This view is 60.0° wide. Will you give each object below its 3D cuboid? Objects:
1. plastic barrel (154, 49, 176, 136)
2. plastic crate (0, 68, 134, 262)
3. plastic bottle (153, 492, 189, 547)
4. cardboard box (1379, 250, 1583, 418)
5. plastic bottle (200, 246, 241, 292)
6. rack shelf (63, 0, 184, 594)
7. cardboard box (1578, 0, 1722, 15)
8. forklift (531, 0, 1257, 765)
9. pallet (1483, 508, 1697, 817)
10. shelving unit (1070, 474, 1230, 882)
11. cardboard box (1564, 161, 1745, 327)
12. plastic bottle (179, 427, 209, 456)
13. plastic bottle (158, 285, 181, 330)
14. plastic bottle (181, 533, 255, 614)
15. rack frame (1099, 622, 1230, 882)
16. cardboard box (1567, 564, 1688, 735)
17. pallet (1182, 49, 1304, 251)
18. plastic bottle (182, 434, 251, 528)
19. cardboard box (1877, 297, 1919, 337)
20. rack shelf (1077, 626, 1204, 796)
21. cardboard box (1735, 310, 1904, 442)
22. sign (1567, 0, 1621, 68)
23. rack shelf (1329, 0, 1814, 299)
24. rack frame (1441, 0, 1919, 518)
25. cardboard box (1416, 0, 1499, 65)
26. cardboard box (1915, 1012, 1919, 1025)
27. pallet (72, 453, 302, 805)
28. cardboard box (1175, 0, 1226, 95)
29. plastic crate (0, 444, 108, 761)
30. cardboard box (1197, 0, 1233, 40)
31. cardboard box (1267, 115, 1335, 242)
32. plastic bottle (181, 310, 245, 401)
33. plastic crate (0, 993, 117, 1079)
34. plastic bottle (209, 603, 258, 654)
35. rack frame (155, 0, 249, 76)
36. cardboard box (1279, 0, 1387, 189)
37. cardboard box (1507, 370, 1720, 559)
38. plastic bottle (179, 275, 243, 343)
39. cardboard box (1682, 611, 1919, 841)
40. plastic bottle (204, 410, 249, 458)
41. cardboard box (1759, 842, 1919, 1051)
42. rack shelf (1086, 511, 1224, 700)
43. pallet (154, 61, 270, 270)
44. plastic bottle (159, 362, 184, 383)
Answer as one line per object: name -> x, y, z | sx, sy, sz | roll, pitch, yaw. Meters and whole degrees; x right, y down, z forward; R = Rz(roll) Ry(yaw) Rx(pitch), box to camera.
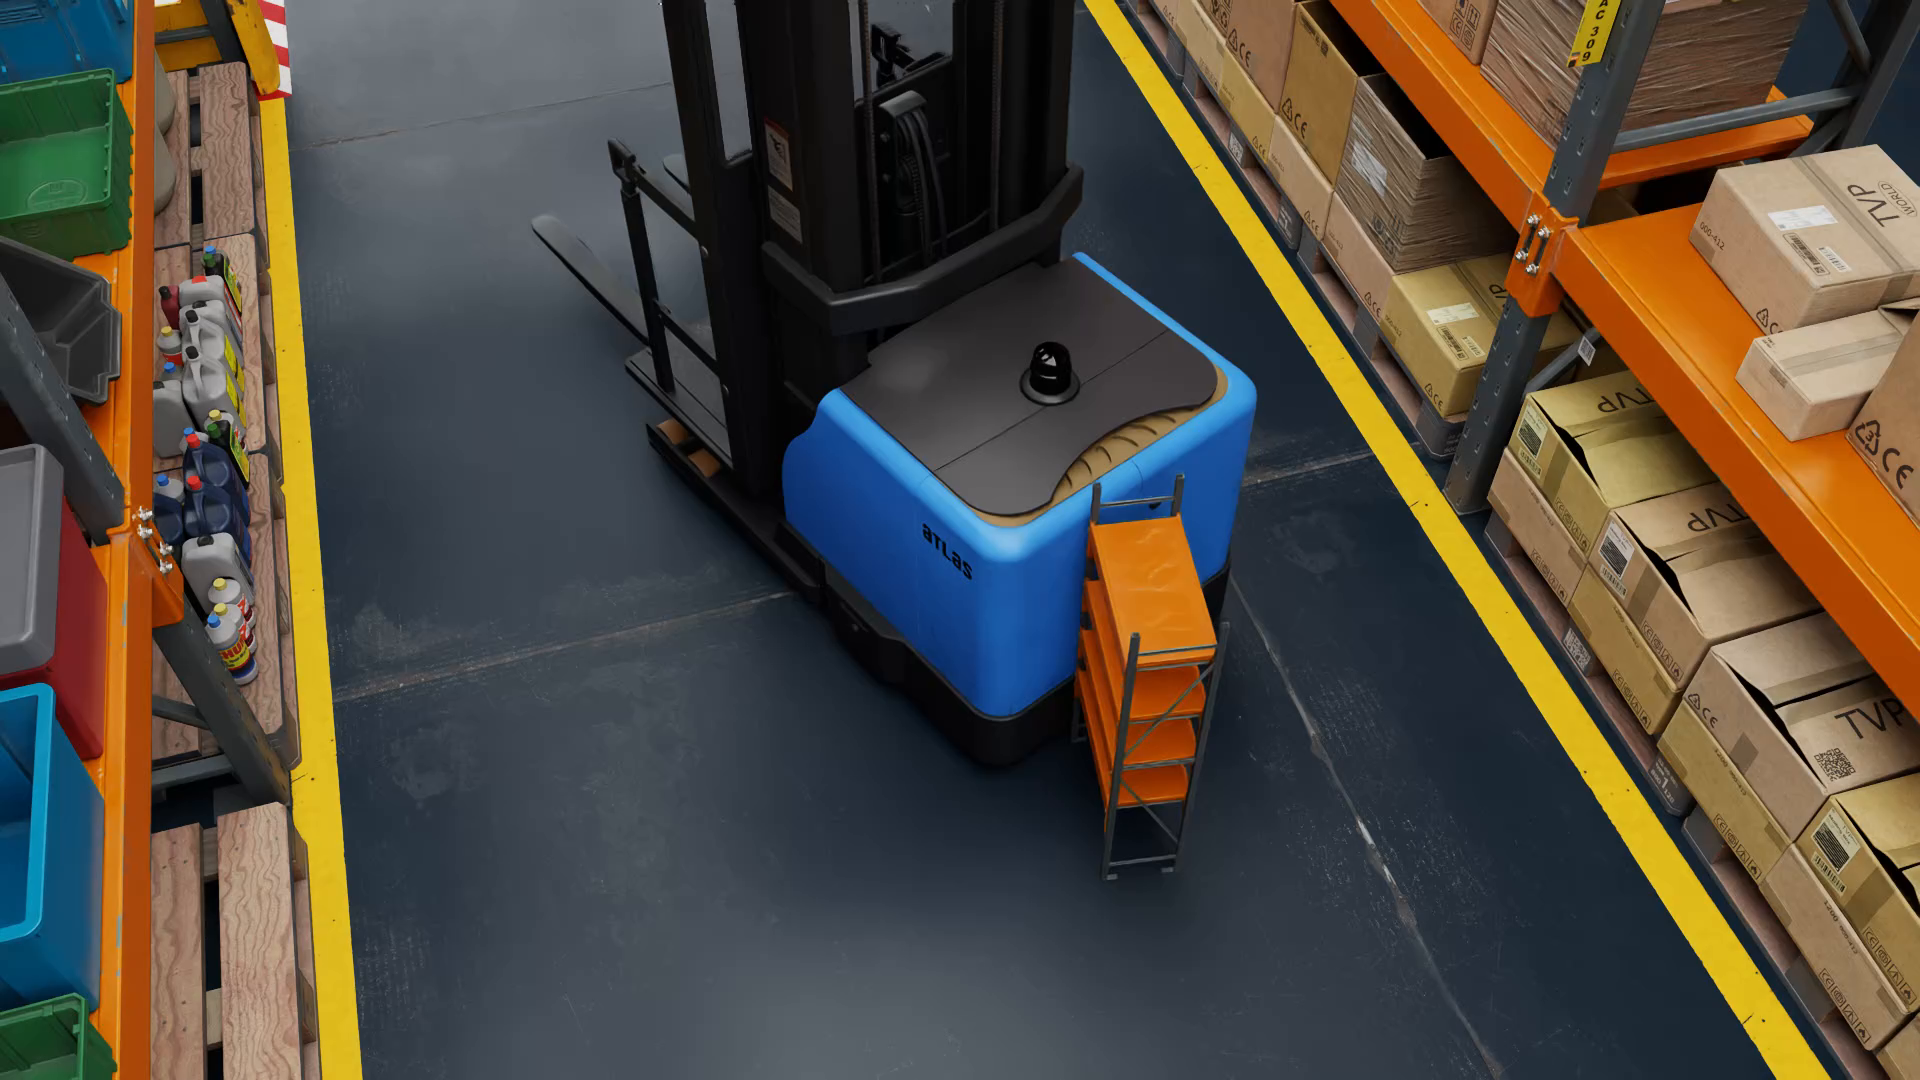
plastic barrel -> -3.447, -1.877, 6.723 | 0.421, 0.512, 0.421 | 0, 50, 0
plastic crate -> -2.664, -1.072, 4.831 | 0.450, 0.188, 0.662 | -13, 51, -11
plastic bottle -> -2.512, -0.024, 5.253 | 0.144, 0.351, 0.185 | -13, 51, -11
cardboard box -> 1.855, -0.741, 5.936 | 0.500, 0.250, 0.500 | -13, 51, -11
plastic bottle -> -2.753, -1.004, 6.177 | 0.097, 0.201, 0.097 | 0, 50, 0
rack shelf -> -3.124, -1.314, 5.366 | 1.077, 0.370, 4.000 | -13, 51, -11
cardboard box -> 1.916, -1.594, 4.642 | 0.380, 0.149, 0.250 | -13, 51, -11
forklift -> -0.460, -1.325, 4.950 | 1.130, 2.935, 3.031 | -32, 57, -24
pallet -> 2.456, 0.226, 5.422 | 1.003, 0.211, 1.213 | -13, 51, -11
shelving unit -> 0.498, 0.417, 4.613 | 0.258, 1.200, 0.503 | -6, 50, -5
cardboard box -> 2.363, -1.103, 5.751 | 0.500, 0.500, 0.500 | -13, 51, -11
plastic bottle -> -2.510, -0.268, 5.511 | 0.097, 0.271, 0.097 | 0, 50, 0
plastic bottle -> -2.806, -0.816, 5.965 | 0.061, 0.283, 0.133 | -13, 51, -11
plastic bottle -> -2.329, 0.089, 5.207 | 0.152, 0.276, 0.135 | -12, 51, -10
rack frame -> 0.531, 0.602, 4.458 | 0.240, 1.200, 0.015 | -6, 50, -5
cardboard box -> 2.233, 0.273, 5.082 | 0.500, 0.250, 0.500 | -12, 51, -10
pallet -> 1.641, -1.787, 7.118 | 1.003, 0.211, 1.213 | -13, 51, -11
plastic bottle -> -2.430, -0.194, 5.397 | 0.144, 0.351, 0.185 | -15, 52, -13
cardboard box -> 2.636, -0.558, 4.347 | 0.396, 0.266, 0.258 | -14, 51, -12
rack shelf -> 0.498, 0.461, 4.665 | 0.258, 0.148, 0.480 | -6, 50, -5
cardboard box -> 2.267, -0.428, 4.313 | 0.380, 0.149, 0.250 | -13, 51, -11
sign -> 1.671, -1.380, 4.334 | 0.100, 0.325, 0.005 | -13, 51, -11
rack shelf -> 1.609, -2.431, 6.308 | 1.077, 0.370, 4.000 | -13, 51, -11
rack frame -> 2.201, -1.202, 4.802 | 1.000, 3.000, 0.127 | -13, 51, -11
cardboard box -> 1.901, -1.941, 5.359 | 0.700, 0.500, 0.500 | -14, 51, -11
cardboard box -> 2.687, 1.215, 3.921 | 0.500, 0.311, 0.500 | -14, 51, -11
pallet -> -2.691, 0.314, 5.347 | 1.003, 0.211, 1.213 | -13, 51, -11
cardboard box -> 1.263, -2.201, 7.168 | 0.500, 0.250, 0.500 | -13, 51, -11
plastic crate -> -2.097, 0.179, 3.596 | 0.402, 0.464, 0.583 | -13, 51, -11
cardboard box -> 1.274, -2.446, 6.883 | 0.500, 0.500, 0.500 | -13, 51, -11
cardboard box -> 1.554, -1.470, 6.551 | 0.500, 0.250, 0.500 | -13, 51, -11
plastic bottle -> -2.611, -0.641, 5.773 | 0.144, 0.351, 0.185 | -11, 51, -9
plastic crate -> -1.748, 1.191, 2.922 | 0.450, 0.188, 0.662 | -13, 51, -11
plastic bottle -> -2.238, 0.269, 5.104 | 0.097, 0.201, 0.097 | 0, 50, 0
rack frame -> -3.715, -3.007, 6.323 | 1.000, 3.000, 0.127 | -13, 51, -11
cardboard box -> 1.567, -1.715, 6.267 | 0.500, 0.500, 0.500 | -13, 51, -11
cardboard box -> 2.085, -0.274, 5.176 | 0.500, 0.311, 0.500 | -13, 51, -11
plastic bottle -> -2.705, -0.838, 5.988 | 0.152, 0.276, 0.135 | -13, 51, -11
cardboard box -> 2.382, 0.470, 4.548 | 0.500, 0.311, 0.500 | -15, 51, -12
plastic bottle -> -2.492, -0.358, 5.633 | 0.097, 0.201, 0.097 | 0, 50, 0
cardboard box -> 2.539, 1.022, 4.450 | 0.500, 0.250, 0.500 | -12, 51, -10
rack shelf -> 0.498, 0.164, 4.313 | 0.258, 0.148, 0.480 | -6, 50, -5
pallet -> -3.413, -1.468, 6.850 | 1.003, 0.211, 1.213 | -13, 51, -11
plastic bottle -> -2.713, -0.533, 5.780 | 0.097, 0.201, 0.097 | 0, 50, 0
